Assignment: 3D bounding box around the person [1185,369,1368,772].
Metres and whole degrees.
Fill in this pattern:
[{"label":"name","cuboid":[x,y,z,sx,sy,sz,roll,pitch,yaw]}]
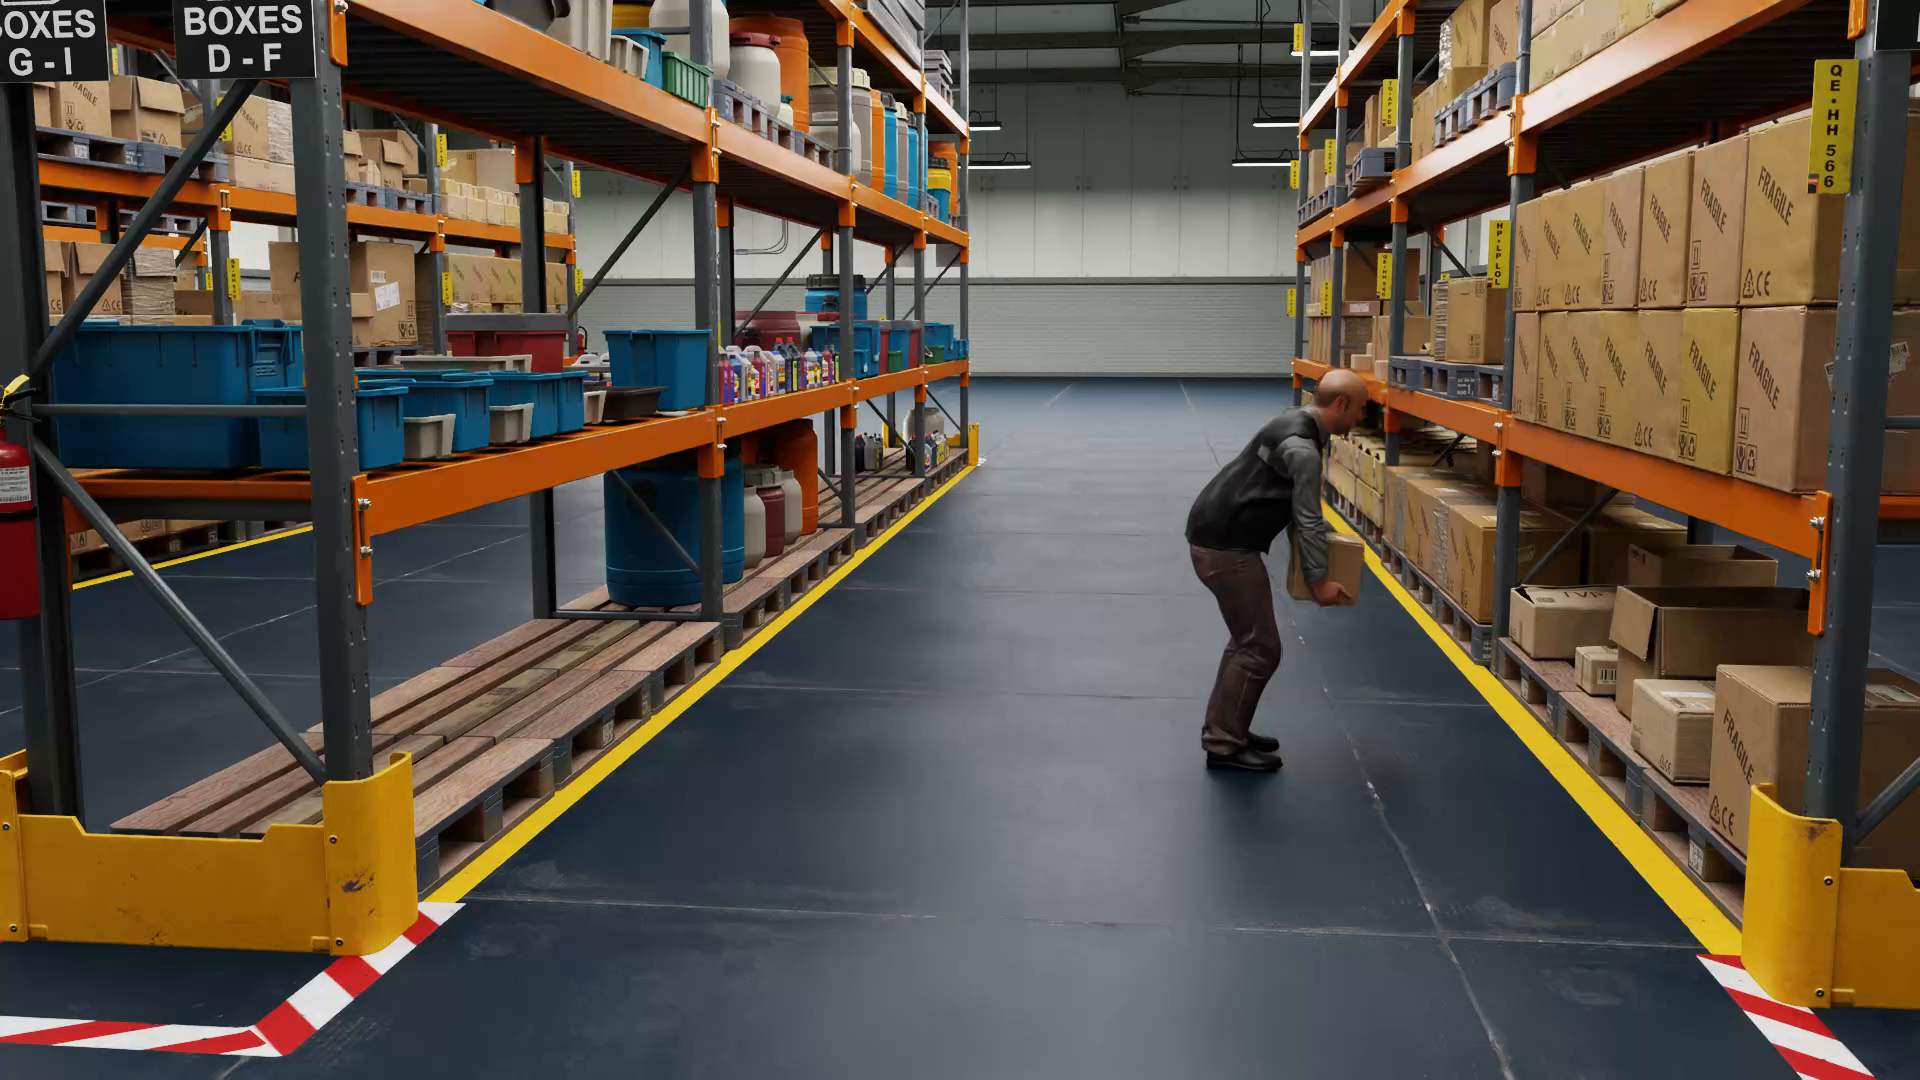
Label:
[{"label":"person","cuboid":[1.249,0.110,6.630,0.700,1.575,0.473,1,8,5]}]
